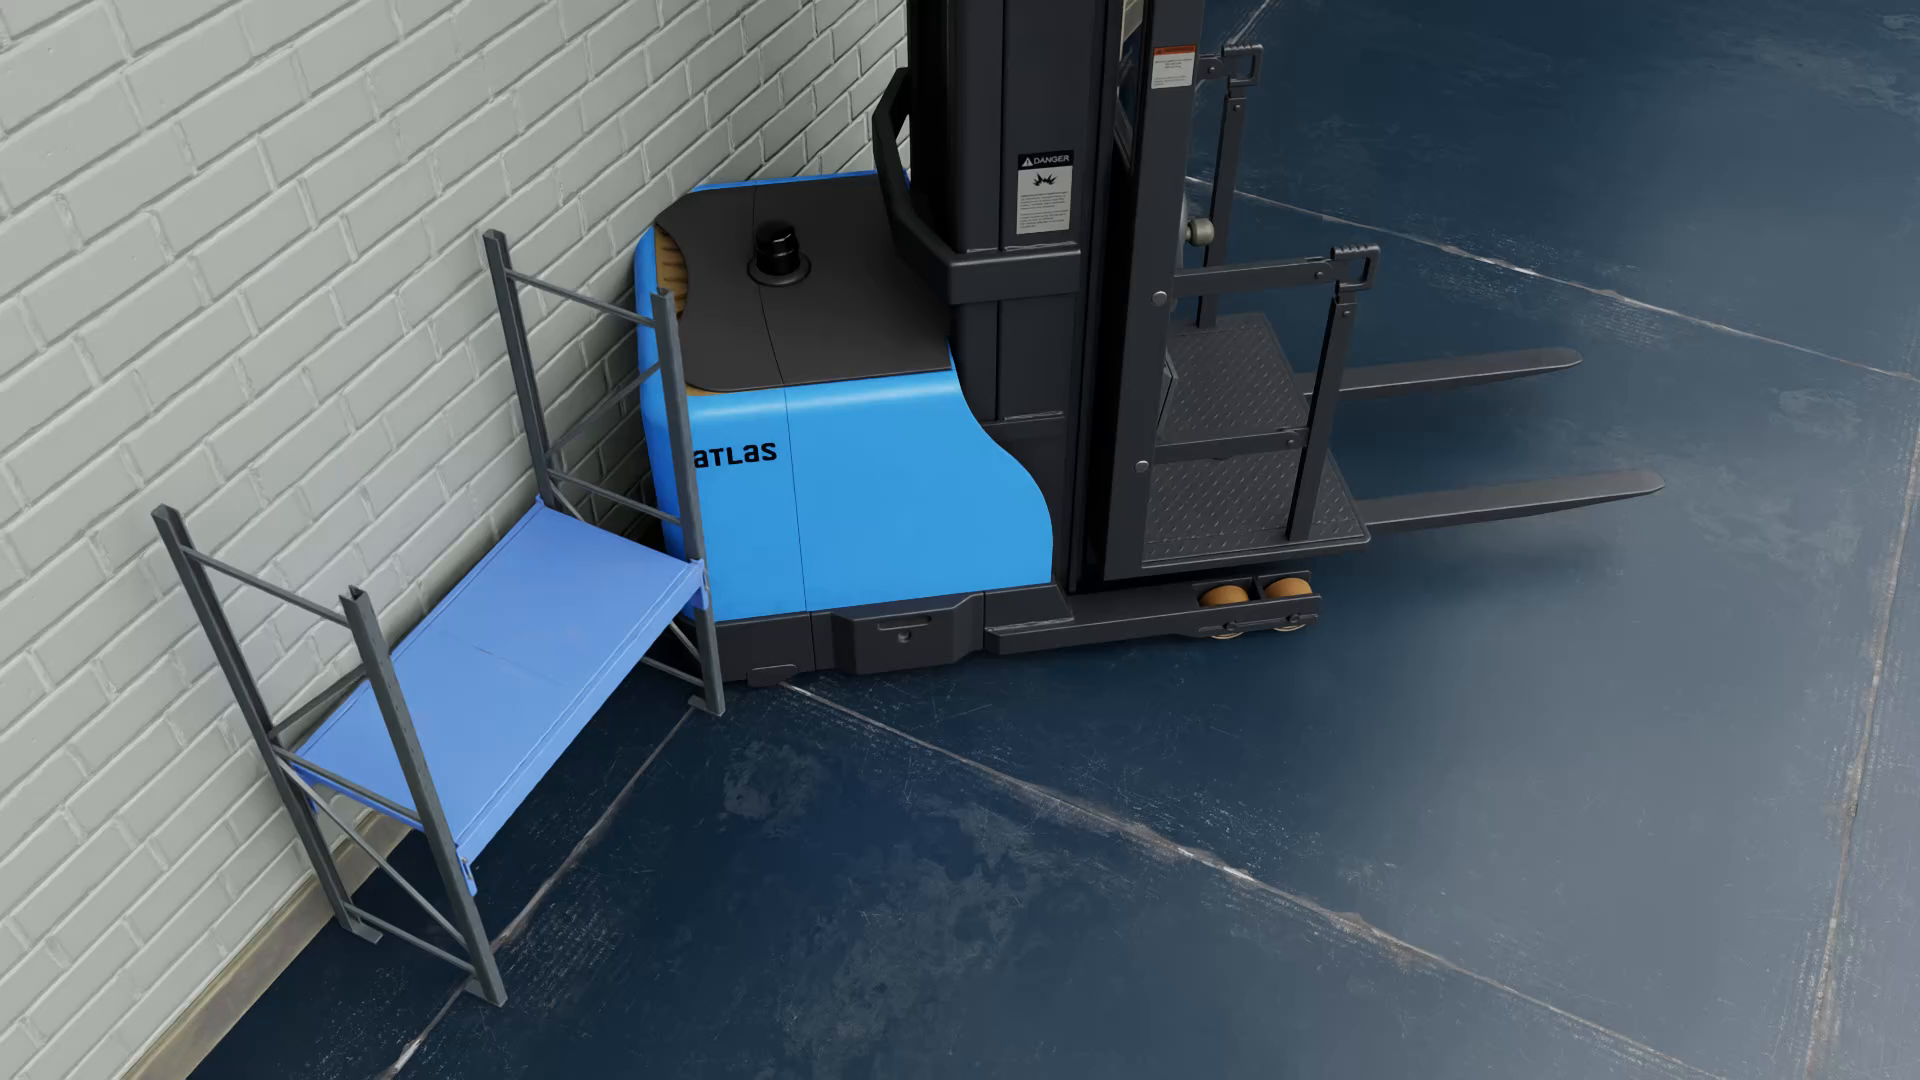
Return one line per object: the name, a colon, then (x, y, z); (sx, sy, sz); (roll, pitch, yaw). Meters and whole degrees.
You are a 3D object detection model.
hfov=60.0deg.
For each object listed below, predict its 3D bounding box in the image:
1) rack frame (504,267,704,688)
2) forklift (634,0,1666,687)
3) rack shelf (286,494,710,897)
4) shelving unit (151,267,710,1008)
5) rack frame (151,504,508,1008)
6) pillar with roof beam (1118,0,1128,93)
rack frame: (-0.885, -0.106, 4.291); (0.475, 1.308, 0.013); (20, 49, 17)
forklift: (0.621, -1.102, 4.279); (3.031, 2.935, 1.130); (-7, 46, -6)
rack shelf: (-1.113, 0.344, 4.100); (0.538, 0.185, 1.000); (20, 49, 17)
shelving unit: (-1.111, 0.222, 3.967); (0.538, 1.500, 1.039); (20, 49, 17)
rack frame: (-1.334, 0.543, 3.650); (0.500, 1.500, 0.032); (20, 49, 17)
pillar with roof beam: (4.248, -3.379, 2.263); (9.100, 9.000, 0.400); (20, 49, 19)
